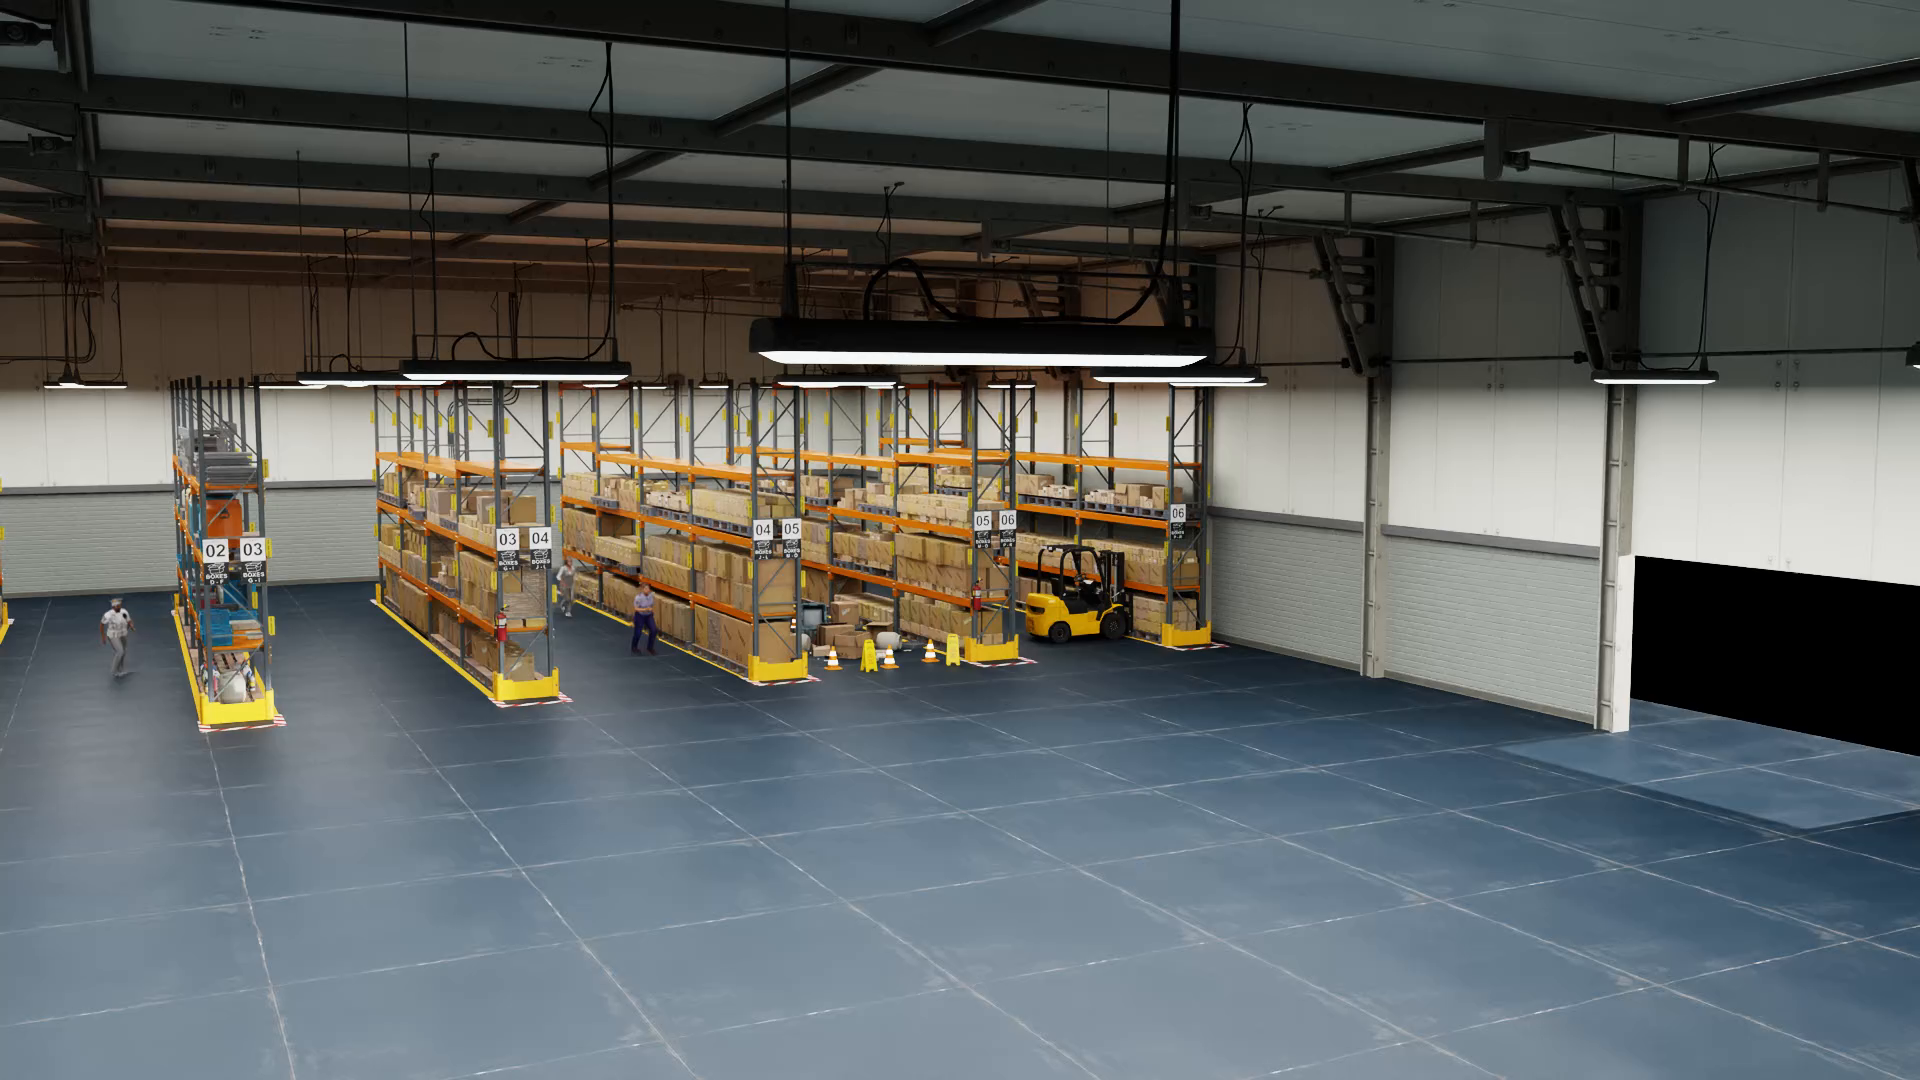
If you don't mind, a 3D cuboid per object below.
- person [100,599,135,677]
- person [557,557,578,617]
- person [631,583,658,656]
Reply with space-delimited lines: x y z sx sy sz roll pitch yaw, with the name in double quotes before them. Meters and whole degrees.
"person" -16.959 1.978 33.601 0.774 1.618 0.594 2 5 21
"person" -10.043 1.195 42.451 0.539 1.534 0.574 -3 6 -34
"person" -6.865 1.727 36.160 0.599 1.609 0.935 -4 6 -36
